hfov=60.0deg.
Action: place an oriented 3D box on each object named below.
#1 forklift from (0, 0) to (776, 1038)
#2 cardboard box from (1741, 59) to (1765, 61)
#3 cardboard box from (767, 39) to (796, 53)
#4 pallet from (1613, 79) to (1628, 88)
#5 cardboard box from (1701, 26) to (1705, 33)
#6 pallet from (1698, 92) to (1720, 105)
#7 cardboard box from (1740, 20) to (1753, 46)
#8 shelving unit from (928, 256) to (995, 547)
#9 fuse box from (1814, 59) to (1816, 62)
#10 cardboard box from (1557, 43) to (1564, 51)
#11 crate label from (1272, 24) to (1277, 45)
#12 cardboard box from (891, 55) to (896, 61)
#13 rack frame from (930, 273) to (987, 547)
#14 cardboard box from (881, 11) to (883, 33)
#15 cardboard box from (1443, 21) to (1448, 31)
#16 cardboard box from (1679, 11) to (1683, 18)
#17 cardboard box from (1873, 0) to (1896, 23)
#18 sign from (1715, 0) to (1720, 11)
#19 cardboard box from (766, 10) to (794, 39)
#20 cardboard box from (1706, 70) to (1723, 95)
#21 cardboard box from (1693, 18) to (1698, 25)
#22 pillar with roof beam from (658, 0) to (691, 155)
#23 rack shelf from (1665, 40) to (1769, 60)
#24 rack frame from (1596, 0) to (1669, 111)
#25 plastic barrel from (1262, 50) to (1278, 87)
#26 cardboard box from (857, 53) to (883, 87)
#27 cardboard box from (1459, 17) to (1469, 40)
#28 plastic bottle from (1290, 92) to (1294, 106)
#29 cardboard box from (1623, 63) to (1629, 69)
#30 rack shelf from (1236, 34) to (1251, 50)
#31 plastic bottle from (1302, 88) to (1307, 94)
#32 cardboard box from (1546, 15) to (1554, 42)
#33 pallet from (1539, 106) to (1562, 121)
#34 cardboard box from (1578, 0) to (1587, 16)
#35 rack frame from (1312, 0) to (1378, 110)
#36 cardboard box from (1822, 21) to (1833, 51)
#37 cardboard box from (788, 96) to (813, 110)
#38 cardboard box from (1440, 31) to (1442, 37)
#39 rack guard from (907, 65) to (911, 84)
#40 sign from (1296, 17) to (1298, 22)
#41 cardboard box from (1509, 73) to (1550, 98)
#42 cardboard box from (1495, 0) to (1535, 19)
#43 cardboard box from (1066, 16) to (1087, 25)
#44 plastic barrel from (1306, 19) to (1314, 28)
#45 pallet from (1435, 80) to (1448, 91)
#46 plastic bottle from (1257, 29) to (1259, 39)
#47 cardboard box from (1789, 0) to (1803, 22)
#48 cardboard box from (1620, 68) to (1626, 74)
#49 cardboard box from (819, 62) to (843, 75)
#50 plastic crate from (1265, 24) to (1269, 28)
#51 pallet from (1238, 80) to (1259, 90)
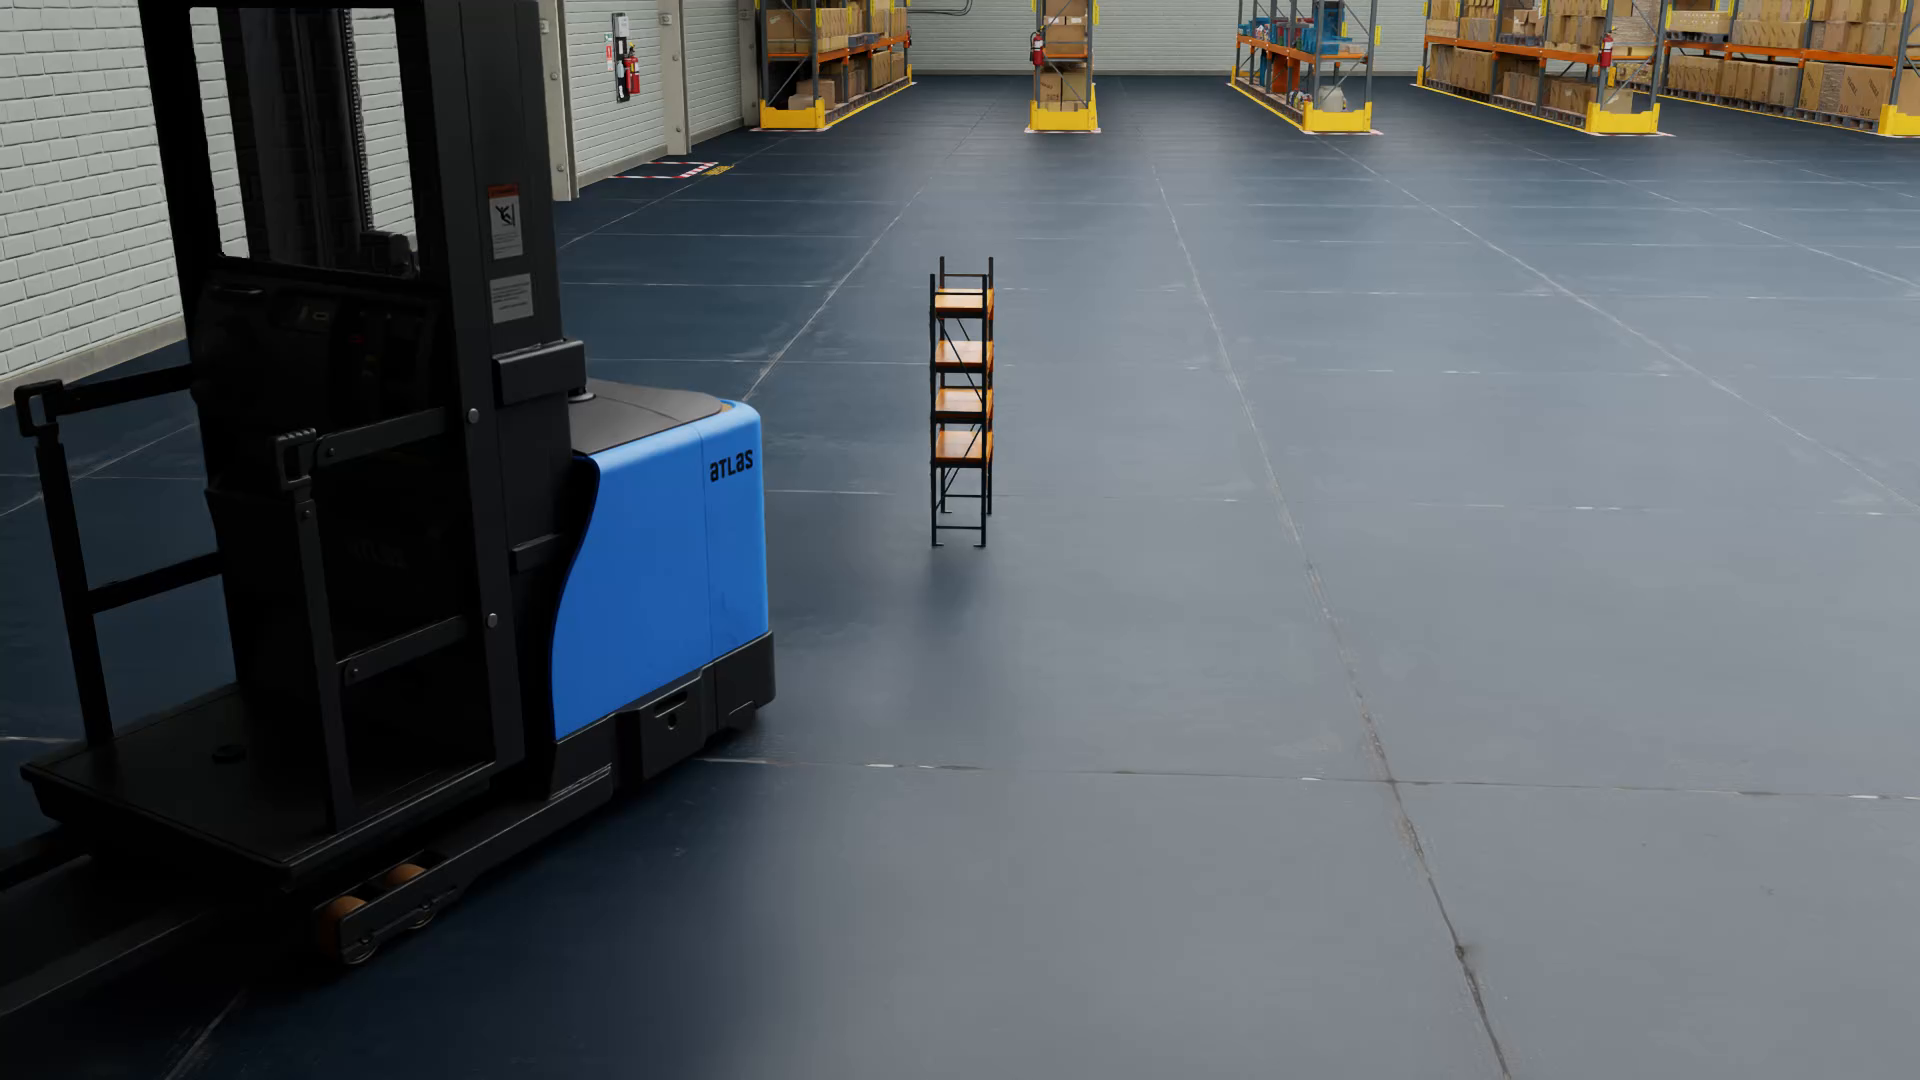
[{"bbox_3d":[-1.812,-0.492,4.218,1.130,2.935,3.031,11,21,29],"label":"forklift"},{"bbox_3d":[17.545,-10.575,37.016,0.500,0.250,0.500,0,18,1],"label":"cardboard box"},{"bbox_3d":[-3.241,-9.076,30.512,0.500,0.250,0.500,2,18,5],"label":"cardboard box"},{"bbox_3d":[17.728,-11.883,43.349,1.003,0.211,1.213,1,18,4],"label":"pallet"},{"bbox_3d":[16.890,-11.477,37.360,0.380,0.149,0.250,1,18,3],"label":"cardboard box"},{"bbox_3d":[17.311,-9.916,37.347,1.003,0.211,1.213,1,18,4],"label":"pallet"},{"bbox_3d":[16.919,-10.755,35.267,0.500,0.500,0.500,1,18,3],"label":"cardboard box"},{"bbox_3d":[0.012,-0.622,7.393,0.258,1.200,0.503,1,18,4],"label":"shelving unit"},{"bbox_3d":[25.238,-14.452,48.779,0.539,1.711,0.414,1,18,4],"label":"fuse box"},{"bbox_3d":[11.623,-9.409,31.723,0.380,0.149,0.250,1,18,4],"label":"cardboard box"},{"bbox_3d":[7.033,-10.966,36.014,0.502,0.435,0.616,1,18,4],"label":"crate label"},{"bbox_3d":[-1.859,-12.367,42.646,0.380,0.149,0.250,2,18,6],"label":"cardboard box"},{"bbox_3d":[-0.006,-0.546,7.162,0.240,1.200,0.015,1,18,4],"label":"rack frame"},{"bbox_3d":[-2.105,-12.294,39.456,0.500,0.500,0.500,2,18,5],"label":"cardboard box"},{"bbox_3d":[12.442,-12.915,41.785,0.500,0.250,0.500,2,18,5],"label":"cardboard box"},{"bbox_3d":[16.998,-12.248,38.758,0.380,0.149,0.250,1,18,3],"label":"cardboard box"},{"bbox_3d":[16.693,-9.386,29.274,0.875,0.550,0.550,1,18,4],"label":"cardboard box"},{"bbox_3d":[18.094,-12.780,39.749,0.100,0.325,0.005,1,18,4],"label":"sign"},{"bbox_3d":[-3.260,-9.434,30.400,0.500,0.500,0.500,1,18,3],"label":"cardboard box"},{"bbox_3d":[17.040,-10.221,37.137,0.500,0.500,0.500,1,18,4],"label":"cardboard box"},{"bbox_3d":[16.925,-11.784,37.821,0.380,0.149,0.250,2,18,5],"label":"cardboard box"},{"bbox_3d":[-0.030,-10.116,23.843,9.100,9.000,0.400,1,18,4],"label":"pillar with roof beam"},{"bbox_3d":[17.397,-11.278,38.180,1.077,0.370,4.000,1,18,4],"label":"rack shelf"},{"bbox_3d":[11.740,-8.656,29.023,1.000,3.000,0.127,1,18,4],"label":"rack frame"},{"bbox_3d":[7.554,-11.308,39.810,0.600,0.901,0.708,1,18,4],"label":"plastic barrel"},{"bbox_3d":[-2.255,-11.148,39.405,0.750,0.750,0.750,1,18,4],"label":"cardboard box"},{"bbox_3d":[12.318,-12.293,39.962,0.500,0.500,0.500,1,18,4],"label":"cardboard box"},{"bbox_3d":[6.631,-8.734,32.927,0.152,0.276,0.135,2,18,6],"label":"plastic bottle"},{"bbox_3d":[17.405,-12.292,43.068,0.380,0.149,0.250,1,18,4],"label":"cardboard box"},{"bbox_3d":[7.804,-12.773,42.742,1.077,0.370,4.000,1,18,4],"label":"rack shelf"},{"bbox_3d":[6.759,-8.715,32.749,0.144,0.351,0.185,1,18,4],"label":"plastic bottle"},{"bbox_3d":[11.933,-9.949,32.330,0.875,0.500,0.500,1,18,4],"label":"cardboard box"},{"bbox_3d":[12.014,-8.364,32.610,1.003,0.211,1.213,1,18,4],"label":"pallet"},{"bbox_3d":[11.602,-9.807,30.292,0.500,0.500,0.500,1,18,4],"label":"cardboard box"},{"bbox_3d":[6.800,-8.767,29.360,1.000,3.000,0.127,1,18,4],"label":"rack frame"},{"bbox_3d":[16.936,-9.541,31.484,0.875,0.550,0.550,1,18,4],"label":"cardboard box"},{"bbox_3d":[-2.942,-8.132,31.035,0.500,0.311,0.500,-1,18,-2],"label":"cardboard box"},{"bbox_3d":[12.407,-12.844,42.207,0.380,0.149,0.250,2,18,5],"label":"cardboard box"},{"bbox_3d":[-1.933,-12.777,45.613,1.175,0.500,0.348,1,18,4],"label":"rack guard"},{"bbox_3d":[8.209,-12.612,40.652,0.100,0.325,0.005,1,18,4],"label":"sign"},{"bbox_3d":[12.259,-9.781,35.763,0.700,0.500,0.500,0,18,-1],"label":"cardboard box"},{"bbox_3d":[12.382,-11.892,37.126,0.797,0.503,0.637,2,18,6],"label":"cardboard box"},{"bbox_3d":[2.103,-9.351,29.942,0.380,0.149,0.250,1,18,4],"label":"cardboard box"},{"bbox_3d":[7.427,-10.594,34.718,0.433,0.535,0.433,0,18,0],"label":"plastic barrel"},{"bbox_3d":[12.818,-11.672,42.706,1.003,0.211,1.213,1,18,4],"label":"pallet"},{"bbox_3d":[7.185,-12.148,39.887,0.097,0.271,0.097,0,18,0],"label":"plastic bottle"},{"bbox_3d":[17.032,-10.593,33.168,0.700,0.500,0.500,1,18,3],"label":"cardboard box"},{"bbox_3d":[17.458,-12.229,43.352,0.380,0.149,0.250,1,18,4],"label":"cardboard box"},{"bbox_3d":[-2.730,-9.974,35.147,0.500,0.250,0.500,1,18,3],"label":"cardboard box"},{"bbox_3d":[7.954,-12.936,42.178,0.437,0.282,0.530,1,18,4],"label":"plastic crate"},{"bbox_3d":[7.759,-11.778,43.028,1.003,0.211,1.213,1,18,4],"label":"pallet"}]
